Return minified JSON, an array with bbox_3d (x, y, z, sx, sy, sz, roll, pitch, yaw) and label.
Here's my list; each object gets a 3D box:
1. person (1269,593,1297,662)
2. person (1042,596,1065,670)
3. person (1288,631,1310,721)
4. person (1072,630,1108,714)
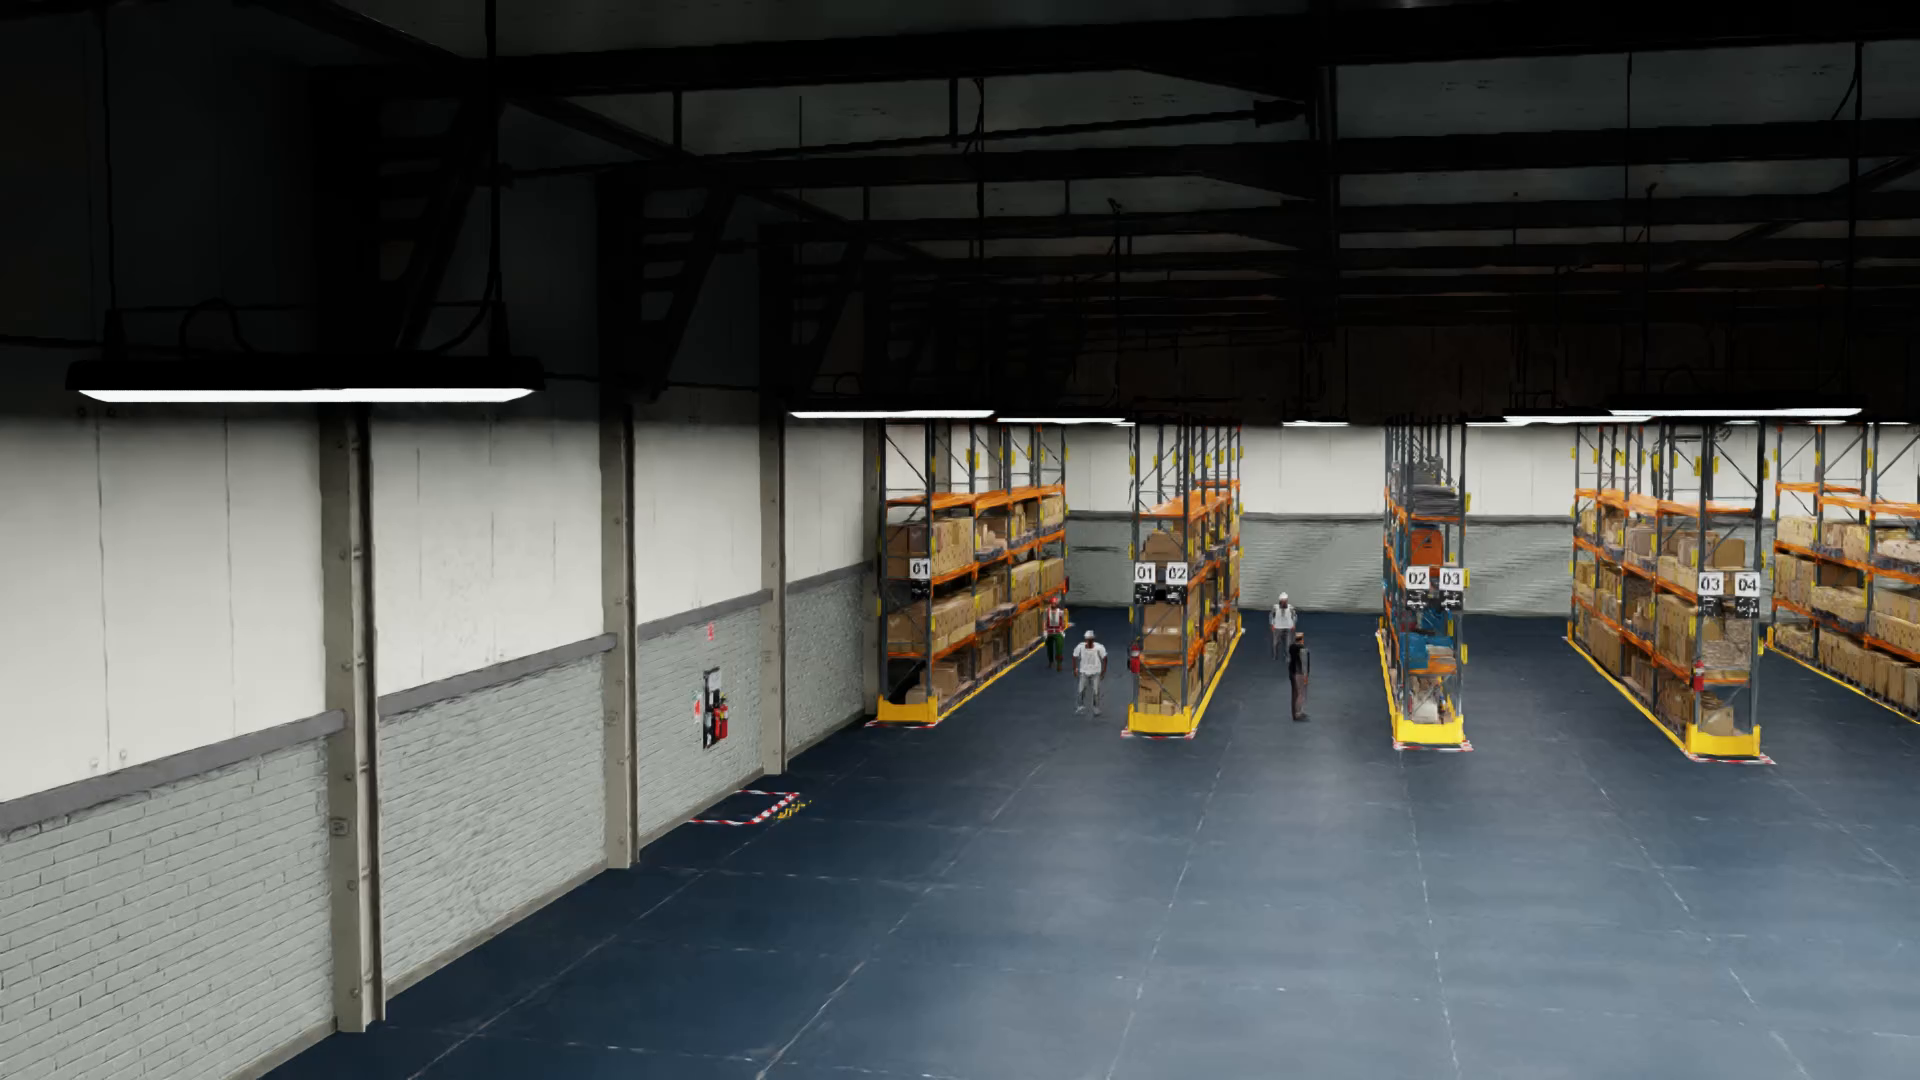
[{"bbox_3d":[7.862,2.129,40.497,0.677,1.726,0.574,1,4,11],"label":"person"},{"bbox_3d":[2.210,2.187,39.332,0.528,1.728,1.032,0,4,4],"label":"person"},{"bbox_3d":[6.673,2.646,32.540,0.450,1.727,0.584,-1,4,-16],"label":"person"},{"bbox_3d":[2.578,2.633,33.130,0.719,1.714,0.578,1,4,11],"label":"person"}]
